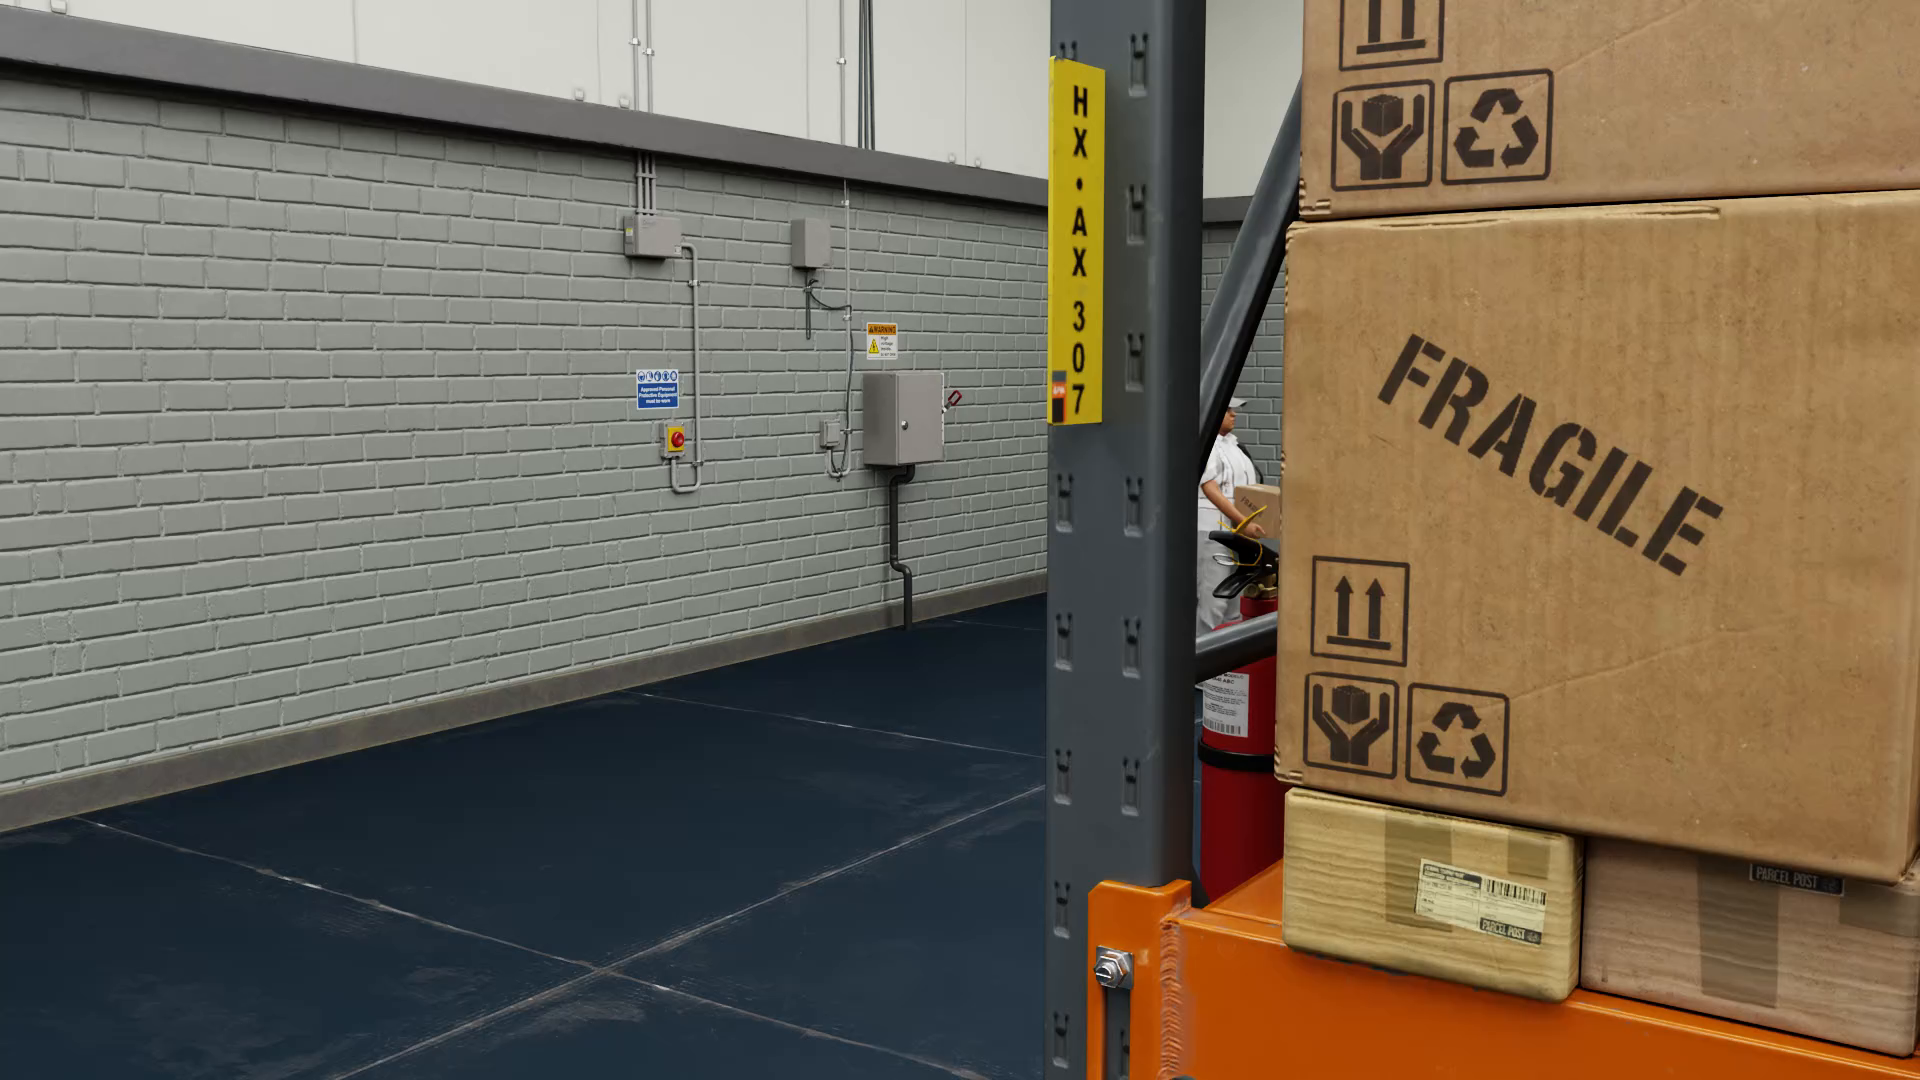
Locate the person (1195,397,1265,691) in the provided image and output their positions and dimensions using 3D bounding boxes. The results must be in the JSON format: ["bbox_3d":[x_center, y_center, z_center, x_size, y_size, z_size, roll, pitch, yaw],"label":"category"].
[{"bbox_3d":[1.480,-0.007,9.108,0.535,1.658,0.455,4,8,34],"label":"person"}]
